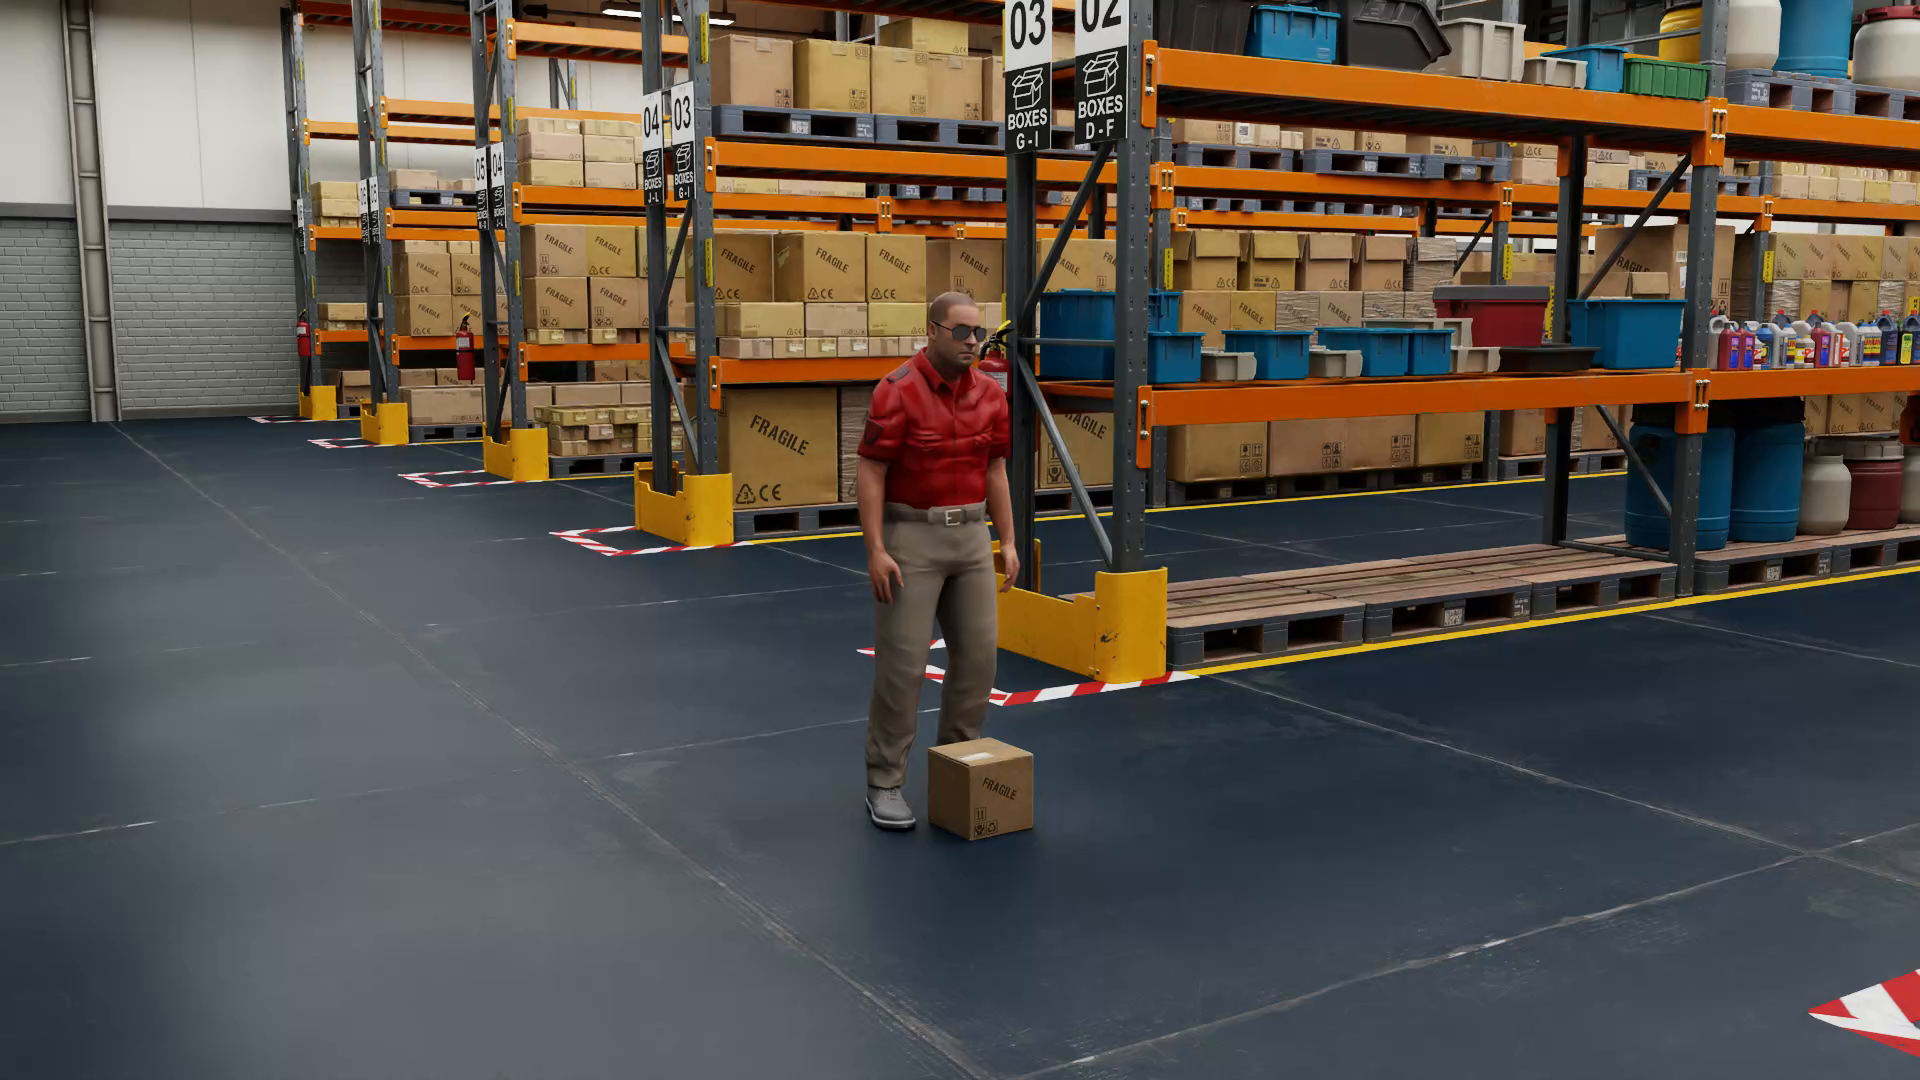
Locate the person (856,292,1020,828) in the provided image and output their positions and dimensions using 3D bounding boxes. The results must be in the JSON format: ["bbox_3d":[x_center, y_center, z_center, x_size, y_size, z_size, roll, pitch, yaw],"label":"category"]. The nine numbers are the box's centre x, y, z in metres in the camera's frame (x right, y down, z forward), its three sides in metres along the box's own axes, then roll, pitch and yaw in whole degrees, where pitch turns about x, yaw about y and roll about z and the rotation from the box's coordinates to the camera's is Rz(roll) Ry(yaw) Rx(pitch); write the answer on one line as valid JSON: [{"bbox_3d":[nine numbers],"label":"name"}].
[{"bbox_3d":[-0.071,0.047,5.537,0.602,1.728,0.384,-5,10,-33],"label":"person"}]
